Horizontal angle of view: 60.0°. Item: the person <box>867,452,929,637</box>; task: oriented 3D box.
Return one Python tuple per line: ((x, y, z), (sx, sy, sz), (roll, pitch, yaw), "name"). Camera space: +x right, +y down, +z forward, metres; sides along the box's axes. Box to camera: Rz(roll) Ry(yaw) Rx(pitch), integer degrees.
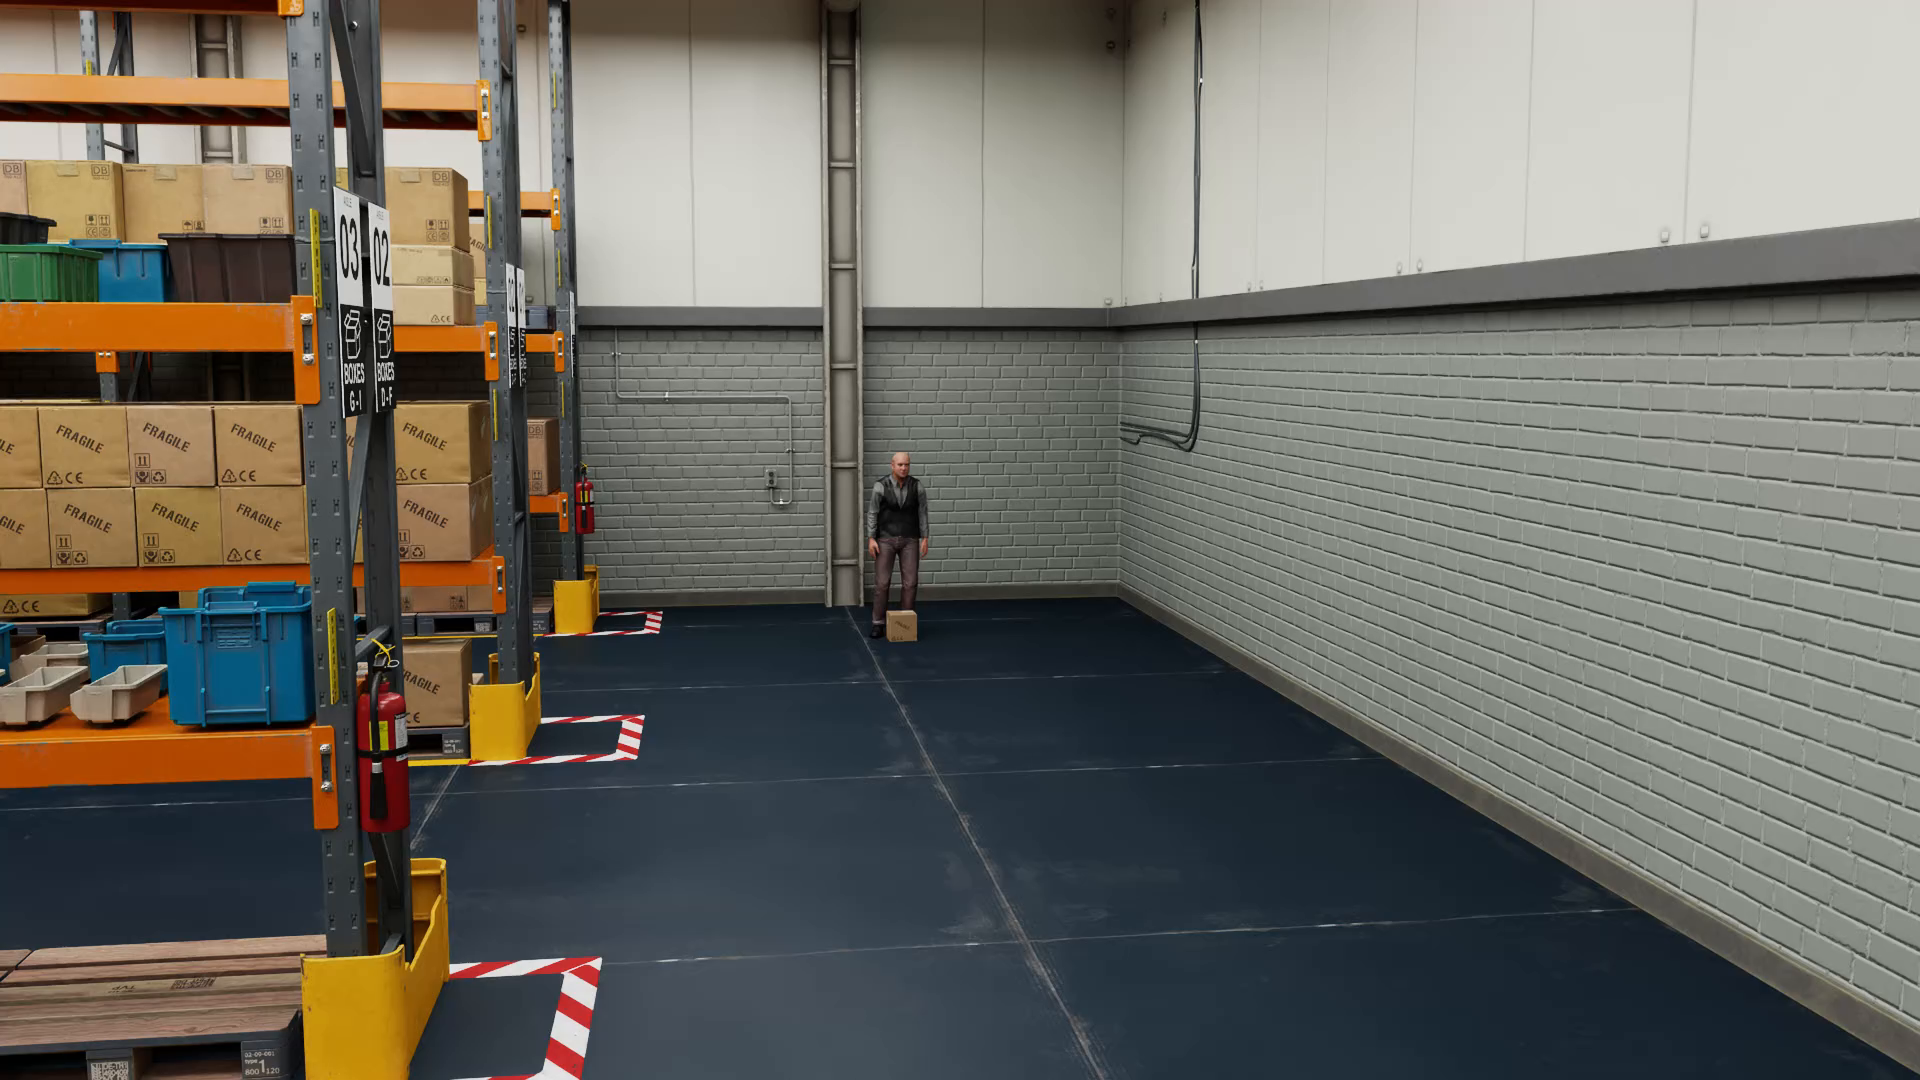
((-0.575, 0.035, 15.510), (0.594, 1.721, 0.472), (-1, 7, -12), "person")
